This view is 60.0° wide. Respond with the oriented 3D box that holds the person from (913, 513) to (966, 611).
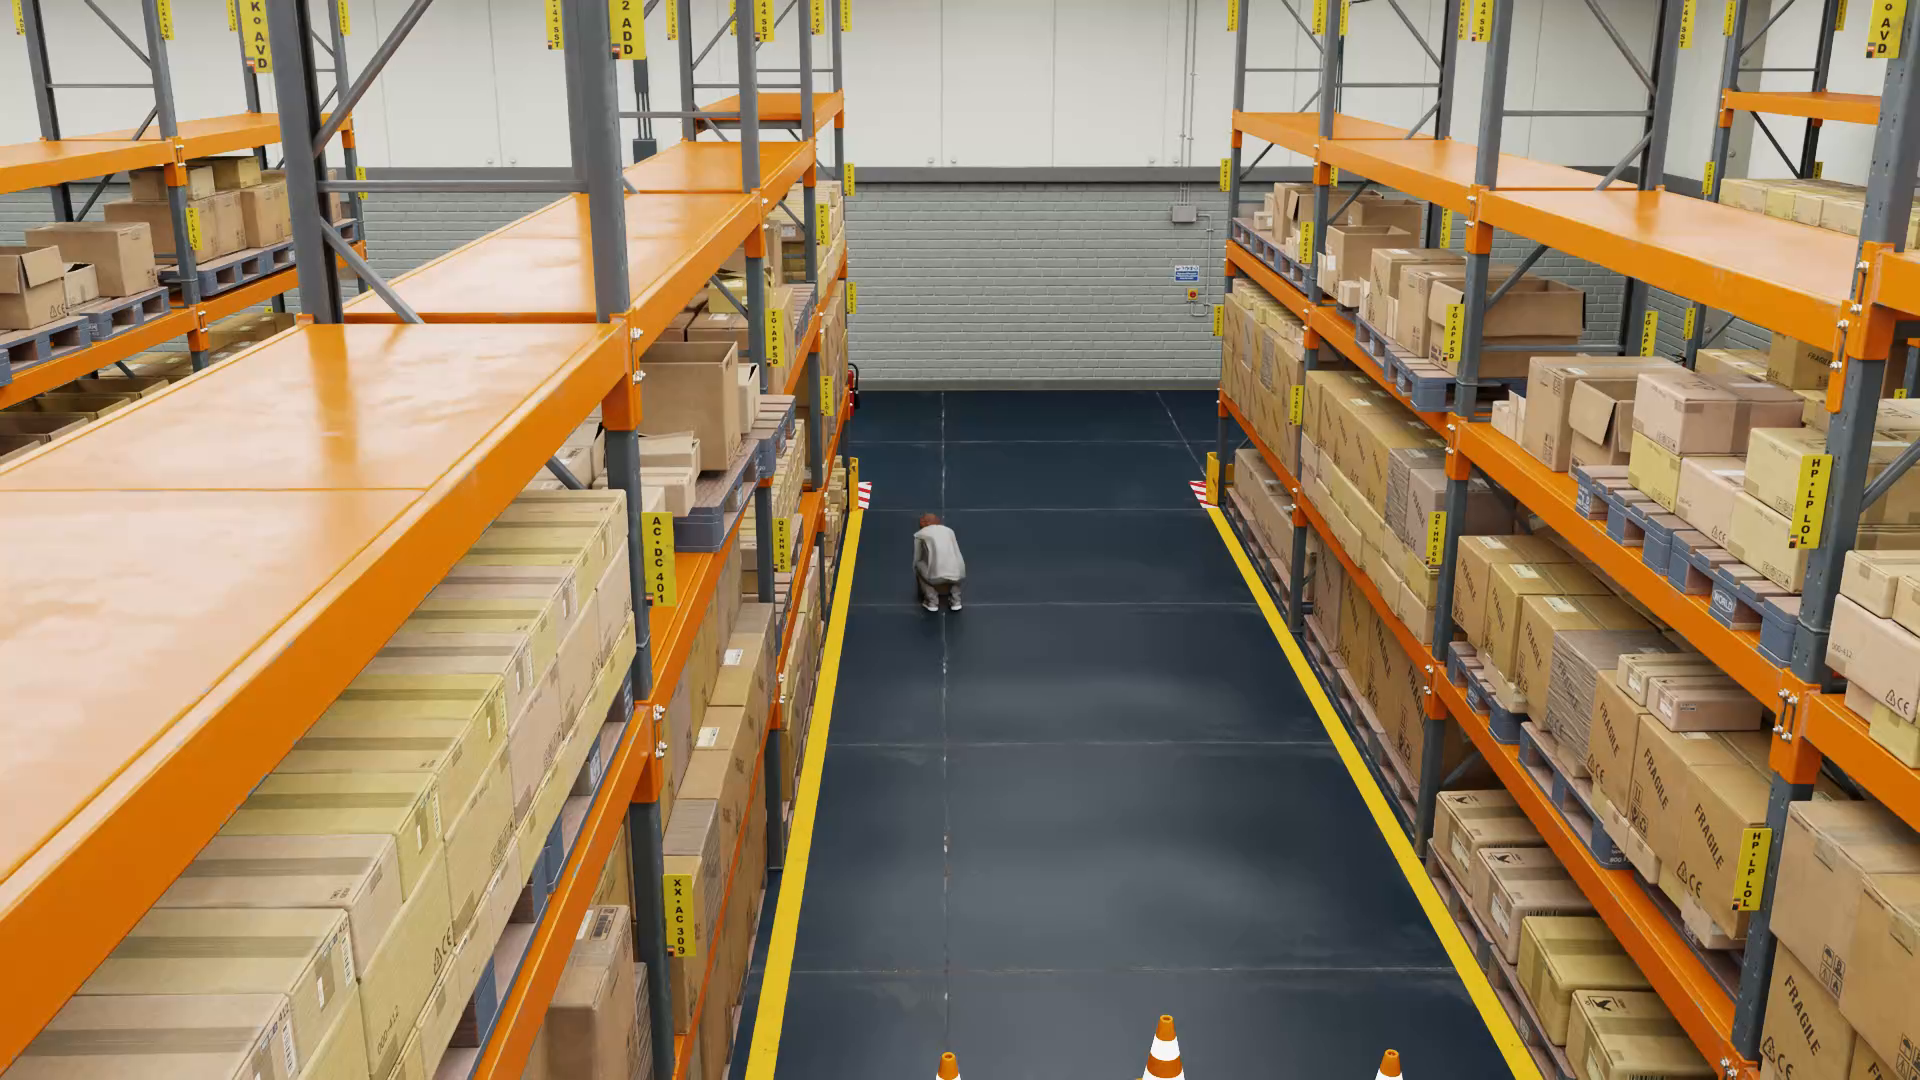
[{"bbox_3d":[-0.182,0.212,14.823,0.435,0.770,0.815,-3,18,-9],"label":"person"}]
